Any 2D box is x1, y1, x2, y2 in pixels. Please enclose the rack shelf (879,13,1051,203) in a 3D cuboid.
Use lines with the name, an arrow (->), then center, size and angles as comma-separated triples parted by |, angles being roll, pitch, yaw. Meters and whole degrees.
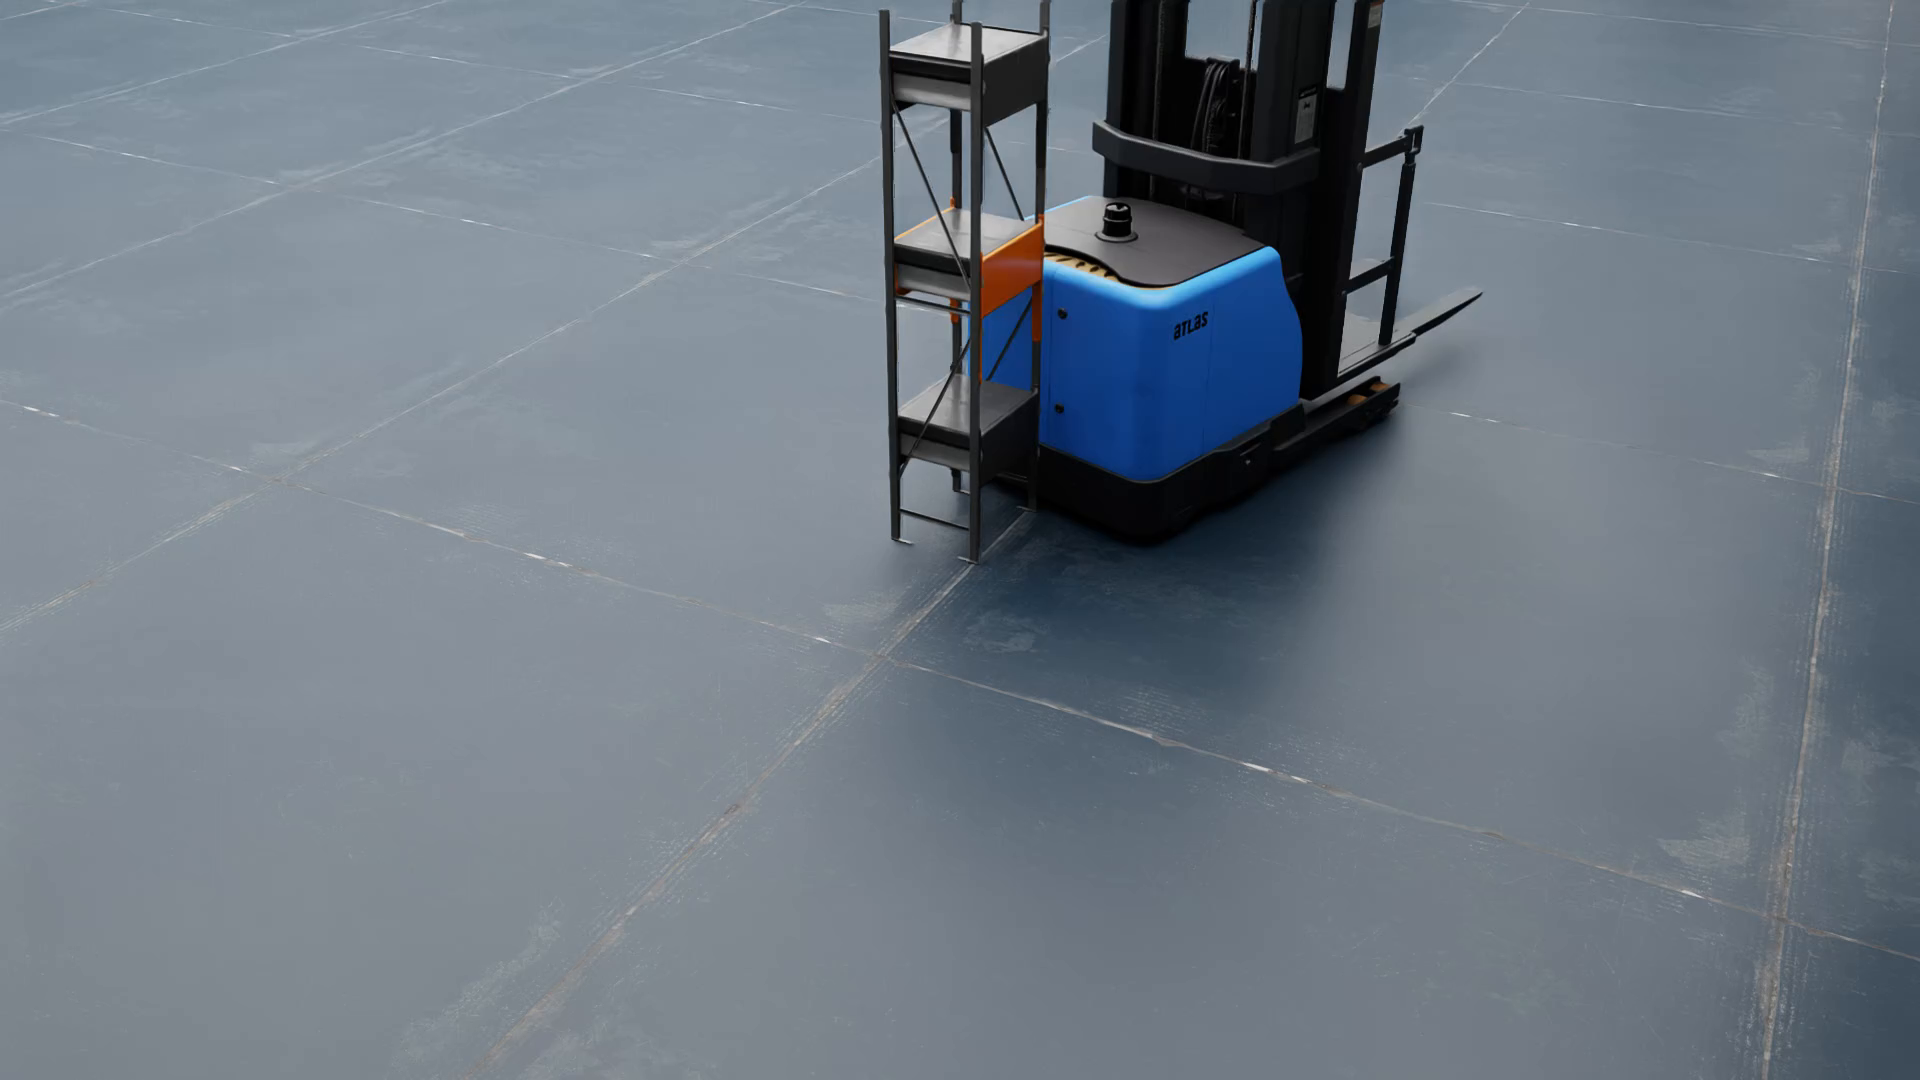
rack shelf -> 0.021, -1.561, 5.982 | 0.431, 0.518, 0.480 | 16, 34, 26

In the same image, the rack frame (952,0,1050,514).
rack frame -> 0.145, -1.071, 6.506 | 0.400, 2.100, 0.015 | 16, 34, 26

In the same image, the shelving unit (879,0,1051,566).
shelving unit -> 0.021, -0.966, 6.324 | 0.431, 2.100, 0.503 | 16, 34, 26

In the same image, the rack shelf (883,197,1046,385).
rack shelf -> 0.021, -0.954, 6.331 | 0.431, 0.518, 0.480 | 16, 34, 26

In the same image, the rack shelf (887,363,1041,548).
rack shelf -> 0.021, -0.347, 6.679 | 0.431, 0.518, 0.480 | 16, 34, 26

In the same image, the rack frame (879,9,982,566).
rack frame -> -0.102, -0.861, 6.142 | 0.400, 2.100, 0.015 | 16, 34, 26

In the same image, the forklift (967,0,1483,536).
forklift -> 1.398, -1.929, 7.166 | 1.130, 2.935, 3.031 | 25, 38, 37
